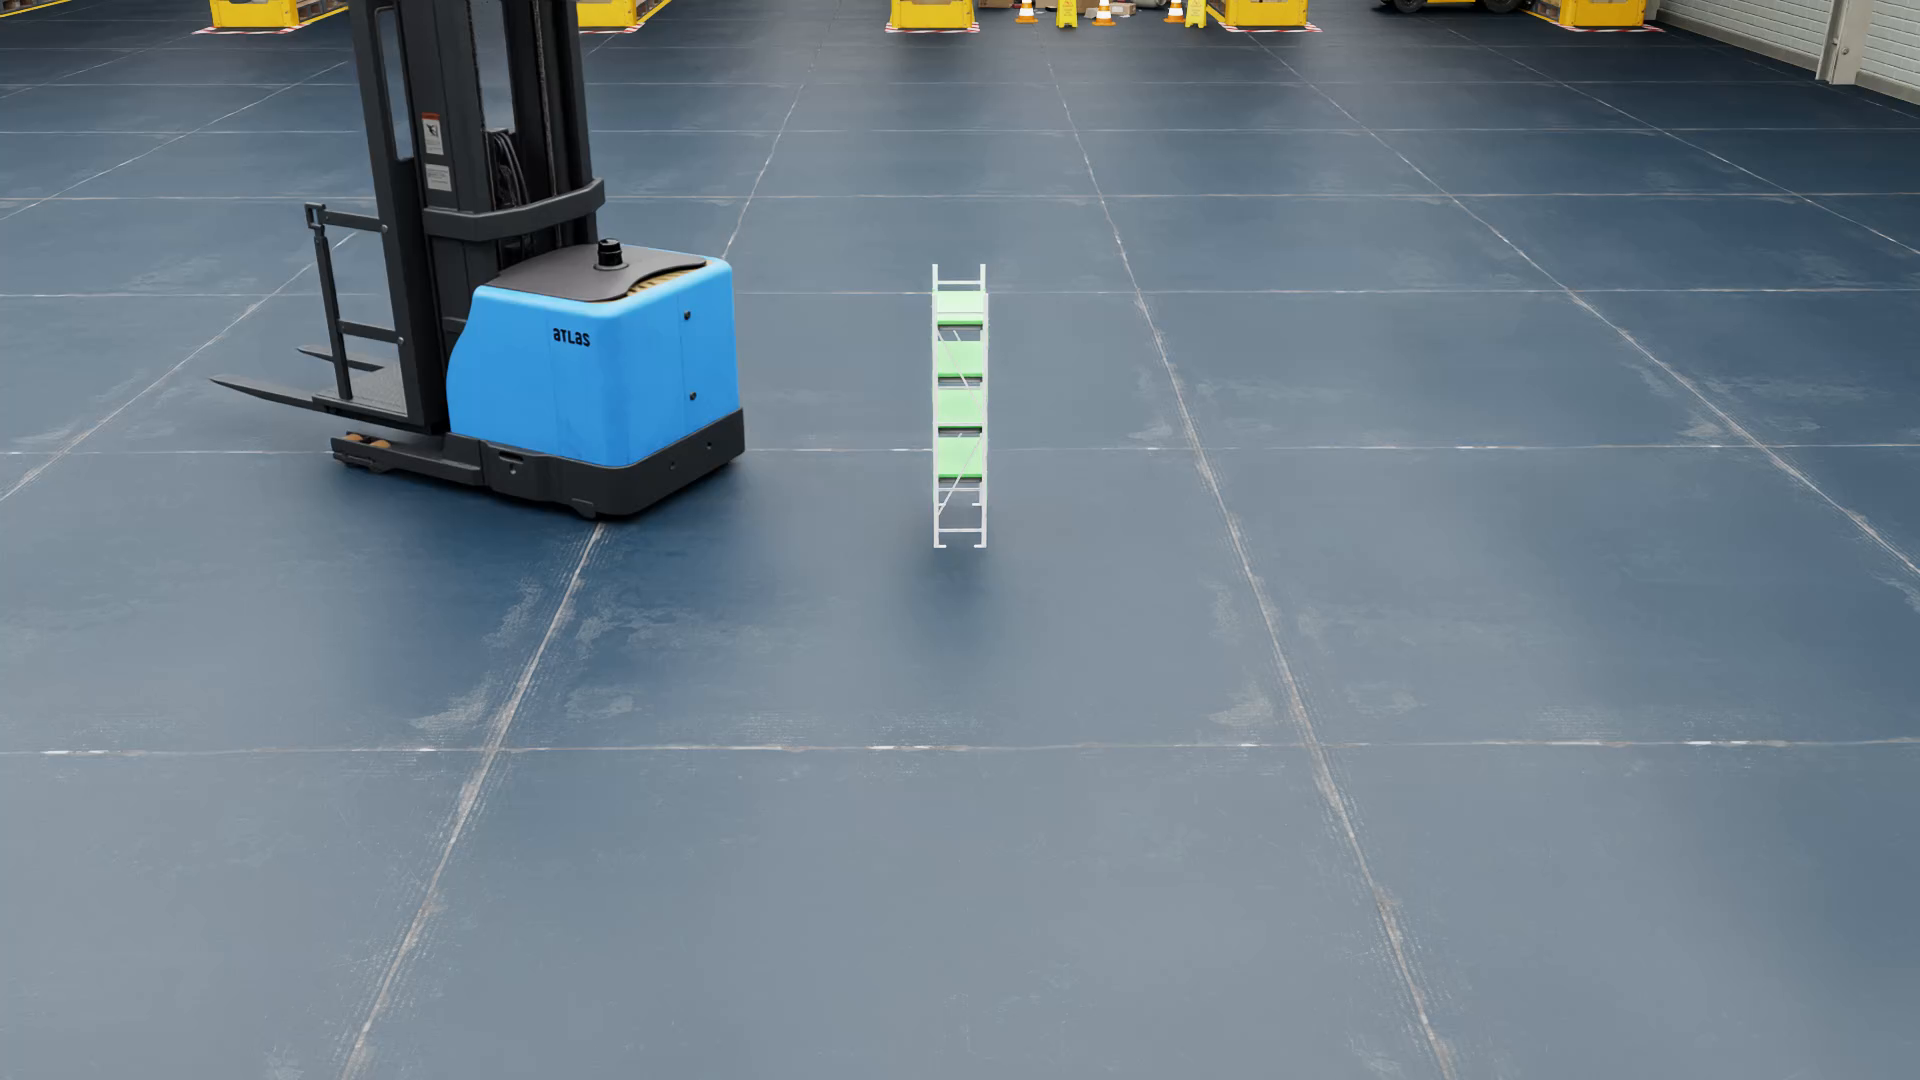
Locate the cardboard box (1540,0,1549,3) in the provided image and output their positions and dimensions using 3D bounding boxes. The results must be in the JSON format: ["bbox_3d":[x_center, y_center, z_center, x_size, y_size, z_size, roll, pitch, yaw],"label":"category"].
[{"bbox_3d":[9.180,-8.357,25.414,0.500,0.250,0.500,0,24,-1],"label":"cardboard box"}]

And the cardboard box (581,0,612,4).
[{"bbox_3d":[-5.365,-8.262,24.902,0.500,0.500,0.500,4,25,9],"label":"cardboard box"}]

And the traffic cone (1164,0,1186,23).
[{"bbox_3d":[3.239,-8.013,24.905,0.336,0.463,0.334,0,24,-1],"label":"traffic cone"}]

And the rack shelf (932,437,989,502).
[{"bbox_3d":[-0.002,-0.338,7.779,0.258,0.148,0.480,0,24,-1],"label":"rack shelf"}]

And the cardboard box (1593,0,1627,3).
[{"bbox_3d":[9.688,-8.163,24.985,0.500,0.250,0.500,0,24,0],"label":"cardboard box"}]

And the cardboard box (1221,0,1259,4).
[{"bbox_3d":[4.256,-8.277,25.239,0.500,0.250,0.500,0,24,-1],"label":"cardboard box"}]

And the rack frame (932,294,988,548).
[{"bbox_3d":[0.001,-0.514,7.431,0.240,1.200,0.015,0,24,-1],"label":"rack frame"}]

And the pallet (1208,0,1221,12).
[{"bbox_3d":[4.549,-8.594,26.496,1.003,0.211,1.213,0,24,-1],"label":"pallet"}]

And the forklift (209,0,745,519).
[{"bbox_3d":[-2.656,-1.854,8.292,3.031,2.935,1.130,12,27,25],"label":"forklift"}]

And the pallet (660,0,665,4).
[{"bbox_3d":[-5.376,-9.054,27.512,1.003,0.211,1.213,0,24,-1],"label":"pallet"}]

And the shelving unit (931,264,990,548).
[{"bbox_3d":[-0.002,-0.615,7.654,0.258,1.200,0.503,0,24,-1],"label":"shelving unit"}]

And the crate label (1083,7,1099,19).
[{"bbox_3d":[2.063,-8.043,25.367,0.250,0.136,0.298,-14,28,-28],"label":"crate label"}]

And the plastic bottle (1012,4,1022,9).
[{"bbox_3d":[0.984,-8.507,26.486,0.283,0.061,0.133,-9,26,-19],"label":"plastic bottle"}]

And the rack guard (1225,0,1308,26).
[{"bbox_3d":[4.533,-7.890,24.587,1.175,0.500,0.348,0,24,-1],"label":"rack guard"}]

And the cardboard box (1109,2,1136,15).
[{"bbox_3d":[2.500,-8.229,25.764,0.380,0.149,0.250,13,27,27],"label":"cardboard box"}]

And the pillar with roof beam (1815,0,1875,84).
[{"bbox_3d":[6.152,-9.554,17.954,9.100,9.000,0.400,0,24,-1],"label":"pillar with roof beam"}]

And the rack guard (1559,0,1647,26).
[{"bbox_3d":[9.498,-7.872,24.549,1.175,0.500,0.348,0,24,-1],"label":"rack guard"}]

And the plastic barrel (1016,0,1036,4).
[{"bbox_3d":[1.088,-8.947,27.019,0.512,0.421,0.421,19,30,35],"label":"plastic barrel"}]

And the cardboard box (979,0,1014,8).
[{"bbox_3d":[0.585,-8.809,26.617,0.500,0.500,0.500,4,25,9],"label":"cardboard box"}]

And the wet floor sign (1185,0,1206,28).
[{"bbox_3d":[3.466,-7.841,24.305,0.267,0.644,0.232,8,26,18],"label":"wet floor sign"}]

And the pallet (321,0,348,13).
[{"bbox_3d":[-10.390,-8.527,26.348,1.003,0.211,1.213,0,24,-1],"label":"pallet"}]

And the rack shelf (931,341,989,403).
[{"bbox_3d":[-0.002,-0.775,7.581,0.258,0.148,0.480,0,24,-1],"label":"rack shelf"}]

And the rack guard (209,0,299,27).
[{"bbox_3d":[-10.376,-7.823,24.439,1.175,0.500,0.348,0,24,-1],"label":"rack guard"}]

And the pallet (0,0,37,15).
[{"bbox_3d":[-15.342,-8.456,26.189,1.003,0.211,1.213,0,24,-1],"label":"pallet"}]

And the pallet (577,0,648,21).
[{"bbox_3d":[-5.350,-8.048,25.289,1.003,0.211,1.213,0,24,-1],"label":"pallet"}]

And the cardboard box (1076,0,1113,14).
[{"bbox_3d":[1.983,-8.572,26.093,0.797,0.503,0.637,-19,31,-36],"label":"cardboard box"}]

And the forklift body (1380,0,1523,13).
[{"bbox_3d":[7.652,-9.407,25.940,2.313,2.155,1.214,0,24,-1],"label":"forklift body"}]

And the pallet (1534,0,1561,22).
[{"bbox_3d":[9.447,-8.065,25.327,1.003,0.211,1.213,0,24,-1],"label":"pallet"}]
